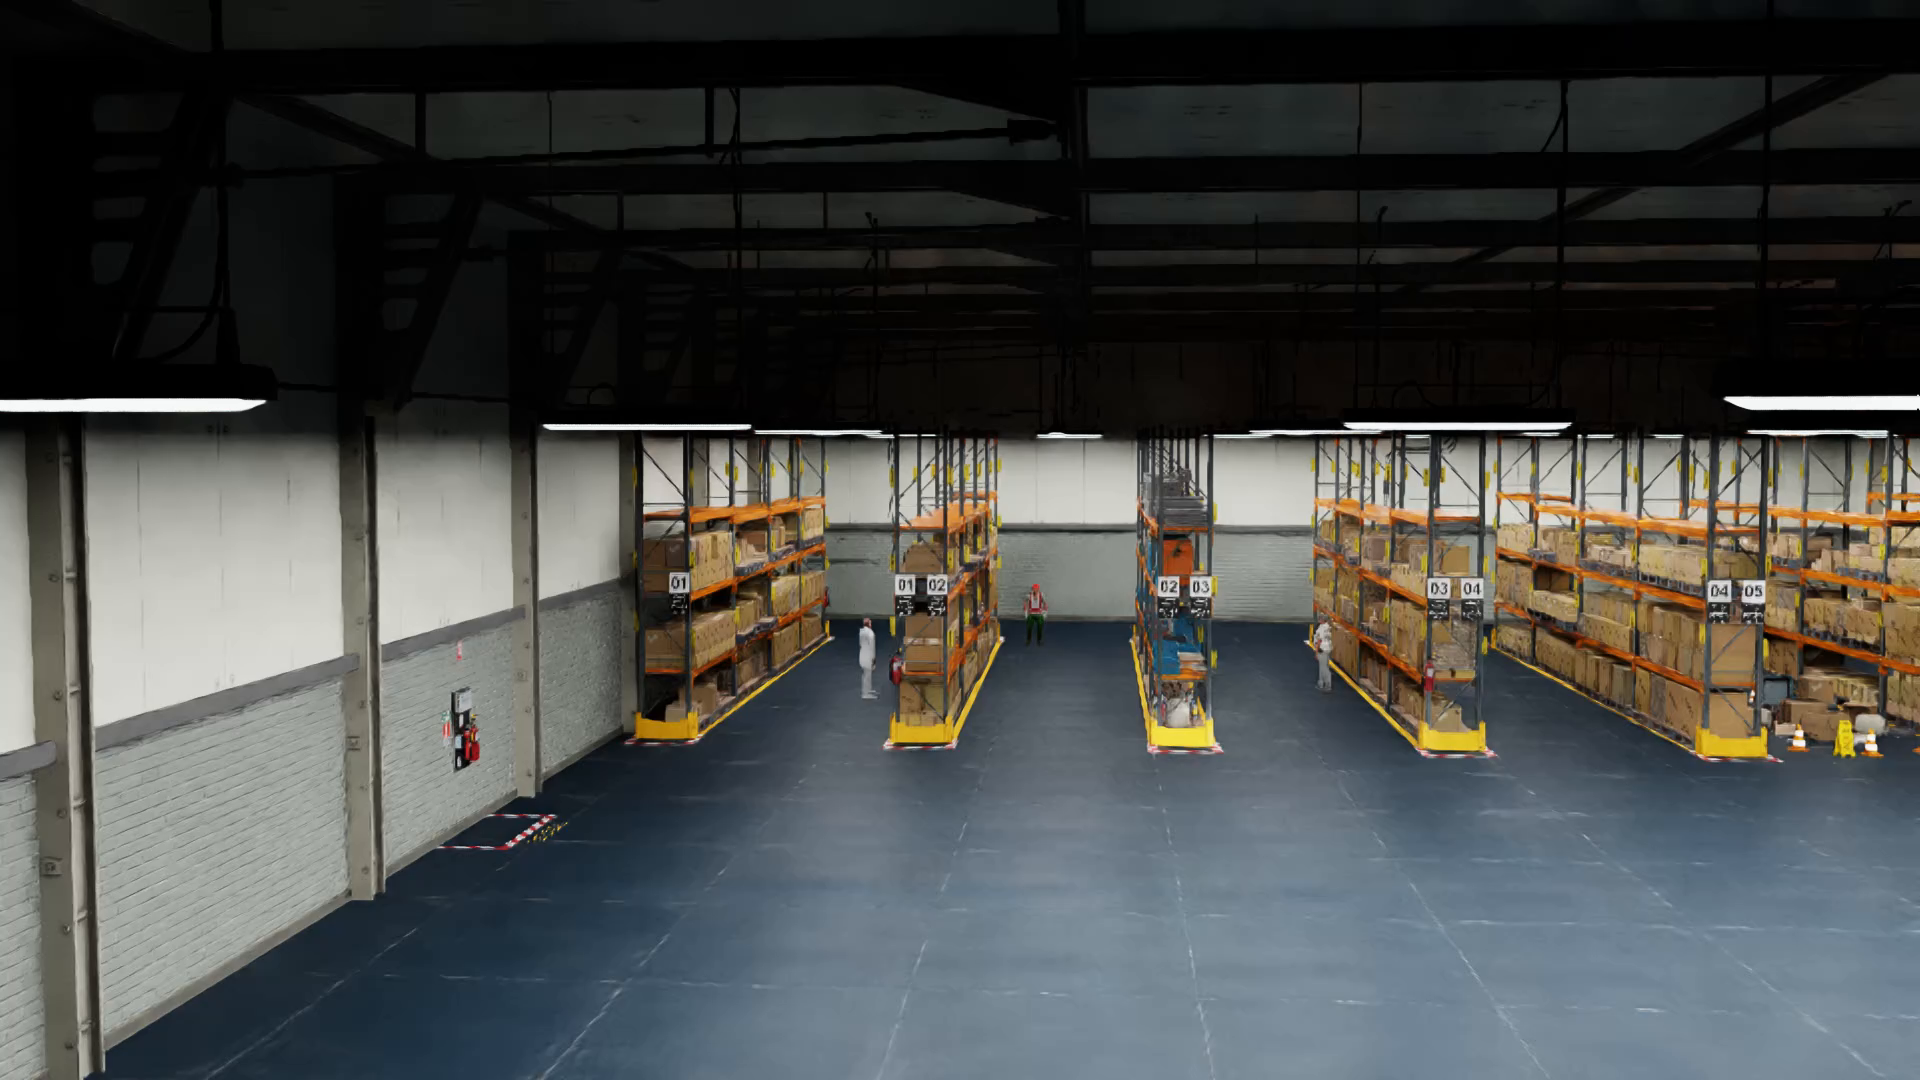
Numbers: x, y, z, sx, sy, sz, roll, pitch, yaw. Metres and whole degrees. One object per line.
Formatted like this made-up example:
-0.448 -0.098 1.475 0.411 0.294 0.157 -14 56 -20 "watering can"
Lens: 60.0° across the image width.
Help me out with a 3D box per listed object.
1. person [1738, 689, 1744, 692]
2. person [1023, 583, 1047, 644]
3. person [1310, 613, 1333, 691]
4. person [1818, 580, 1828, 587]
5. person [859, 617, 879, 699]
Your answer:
16.920 2.686 36.426 0.569 1.661 0.559 2 4 34 "person"
2.105 2.065 46.548 0.677 1.742 0.552 0 3 3 "person"
8.277 2.550 38.075 0.593 1.735 0.651 2 4 30 "person"
25.058 1.997 48.116 0.448 1.654 0.638 -2 4 -26 "person"
-2.002 2.600 36.877 0.515 1.785 0.638 -2 4 -27 "person"
